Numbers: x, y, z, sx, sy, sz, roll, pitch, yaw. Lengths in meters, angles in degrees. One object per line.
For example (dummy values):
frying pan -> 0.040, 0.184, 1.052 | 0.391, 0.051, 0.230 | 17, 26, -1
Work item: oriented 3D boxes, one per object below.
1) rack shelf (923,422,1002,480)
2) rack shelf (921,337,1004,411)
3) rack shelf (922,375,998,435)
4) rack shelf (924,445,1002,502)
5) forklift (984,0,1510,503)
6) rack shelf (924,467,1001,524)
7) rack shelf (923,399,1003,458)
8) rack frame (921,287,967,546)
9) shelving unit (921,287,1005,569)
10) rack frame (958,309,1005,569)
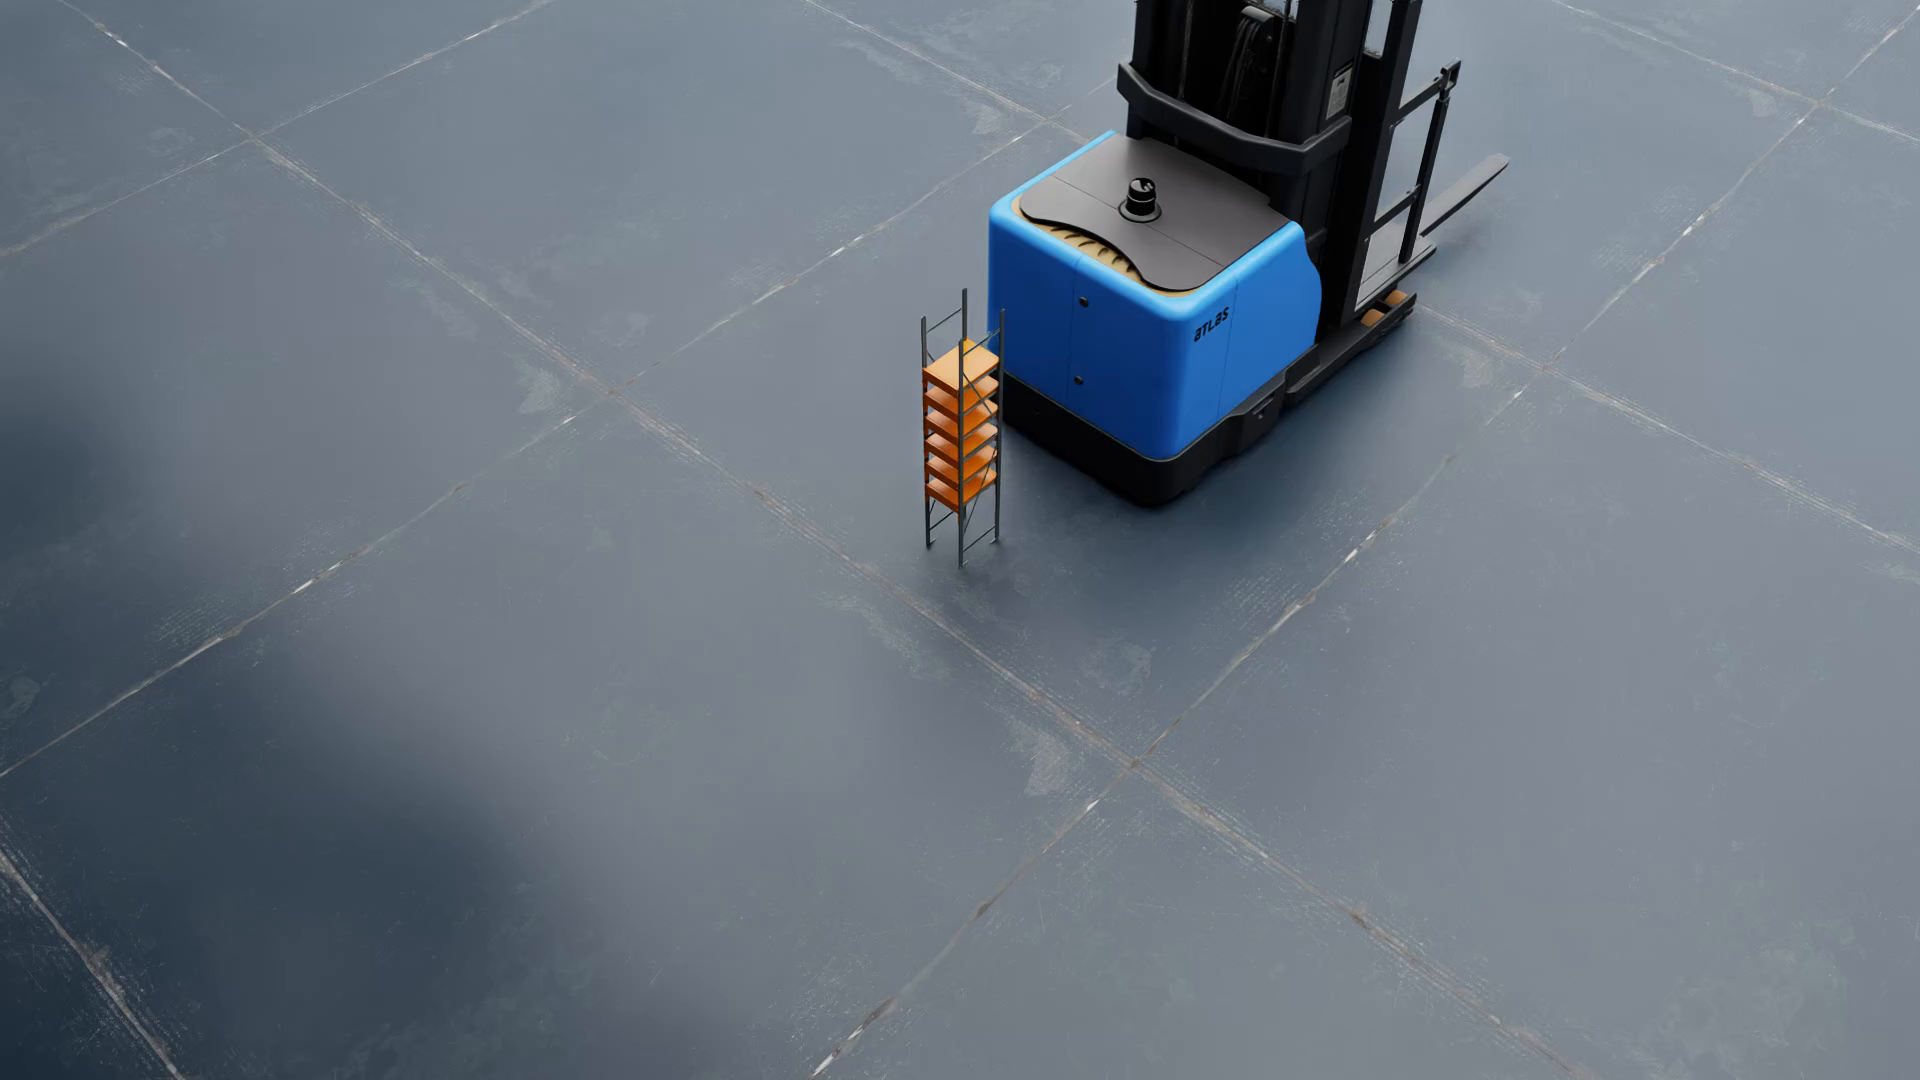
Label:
rack shelf -> 0.011, -0.373, 6.447 | 0.180, 0.103, 0.258 | 34, 55, 28
rack shelf -> 0.011, -0.620, 6.184 | 0.180, 0.103, 0.258 | 34, 55, 28
rack shelf -> 0.011, -0.537, 6.272 | 0.180, 0.103, 0.258 | 34, 55, 28
rack shelf -> 0.011, -0.291, 6.534 | 0.180, 0.103, 0.258 | 34, 55, 28
forklift -> 1.480, -2.137, 6.855 | 1.130, 2.935, 3.031 | 35, 56, 28
rack shelf -> 0.011, -0.209, 6.622 | 0.180, 0.103, 0.258 | 34, 55, 28
rack shelf -> 0.011, -0.455, 6.359 | 0.180, 0.103, 0.258 | 34, 55, 28
rack frame -> -0.057, -0.449, 6.457 | 0.006, 1.200, 0.240 | 34, 55, 28
shelving unit -> 0.011, -0.404, 6.414 | 0.189, 1.200, 0.258 | 34, 55, 28
rack frame -> 0.078, -0.358, 6.372 | 0.006, 1.200, 0.240 | 34, 55, 28
